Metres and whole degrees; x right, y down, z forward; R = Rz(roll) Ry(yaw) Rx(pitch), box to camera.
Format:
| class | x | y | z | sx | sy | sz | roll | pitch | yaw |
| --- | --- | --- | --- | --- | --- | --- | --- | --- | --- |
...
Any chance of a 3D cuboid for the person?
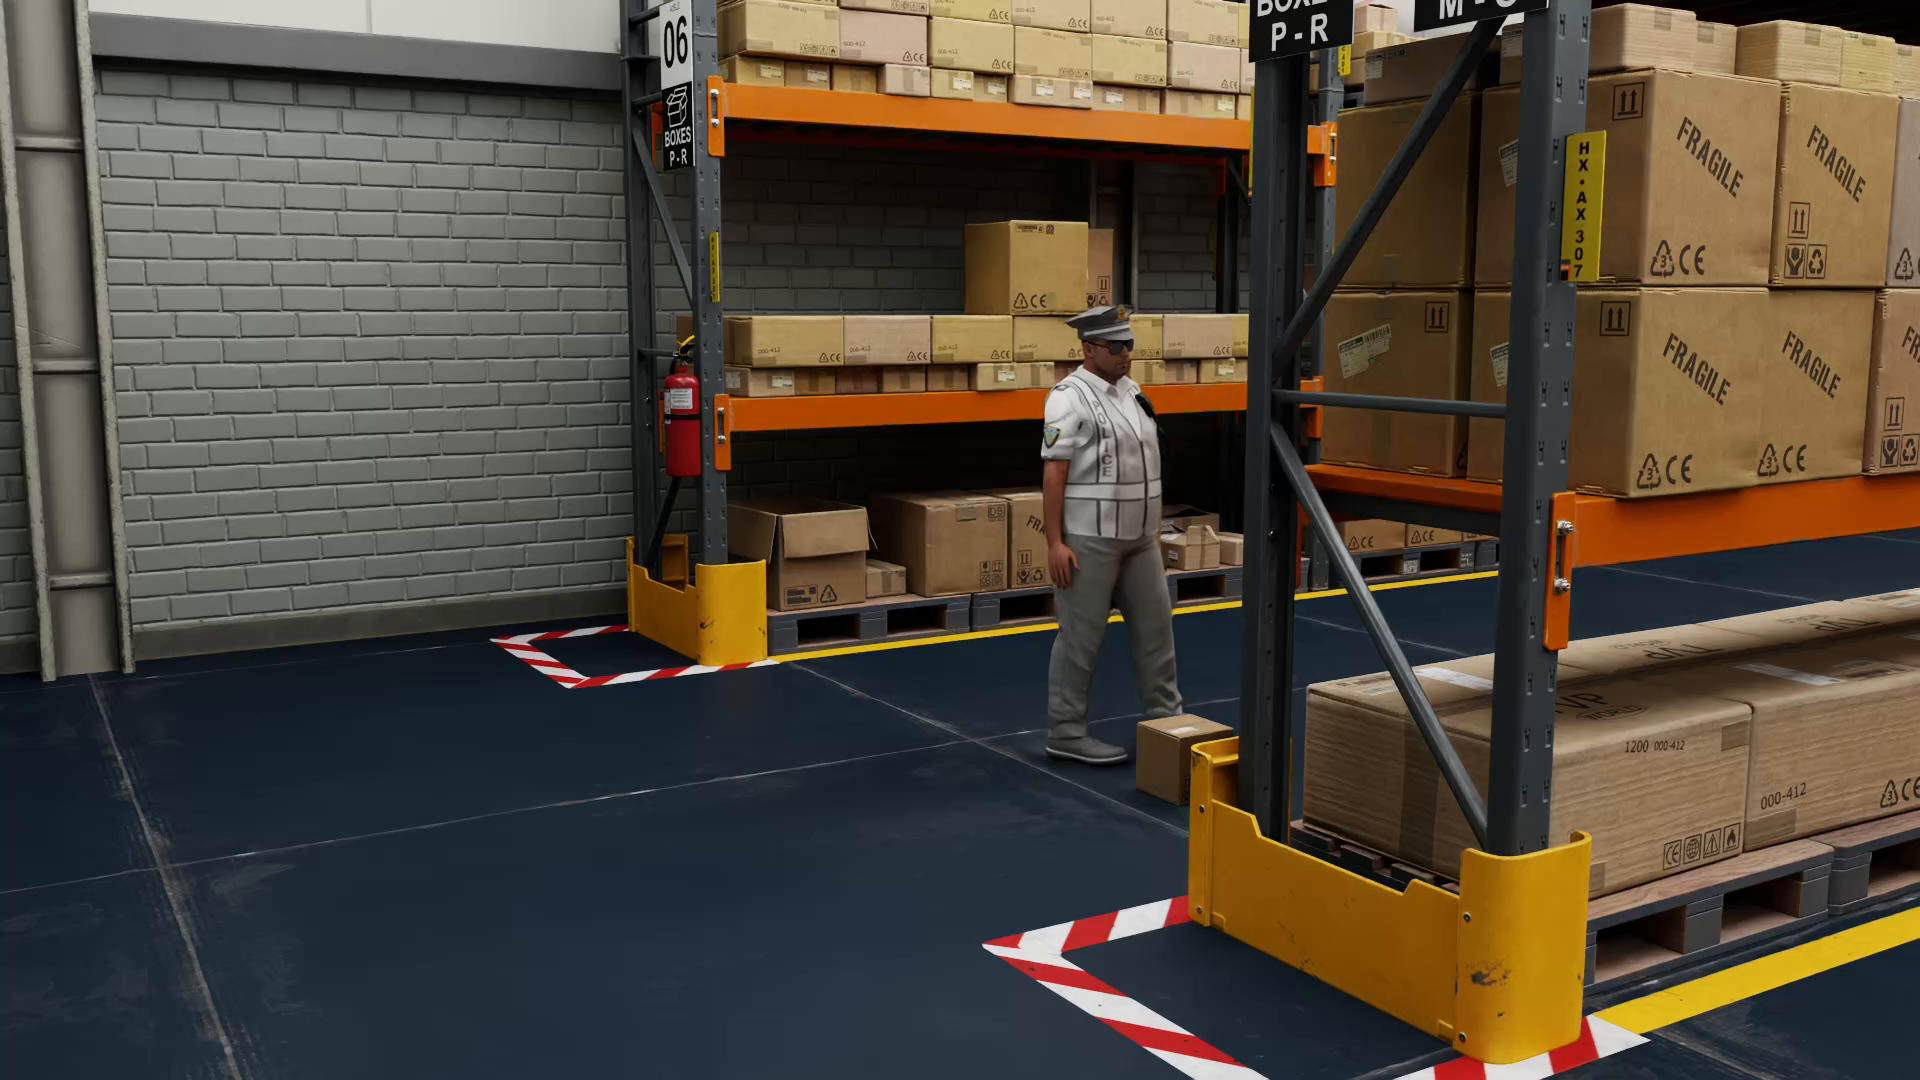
| class | x | y | z | sx | sy | sz | roll | pitch | yaw |
| --- | --- | --- | --- | --- | --- | --- | --- | --- | --- |
| person | 0.645 | -0.007 | 6.287 | 0.626 | 1.751 | 0.553 | 7 | 11 | 42 |
